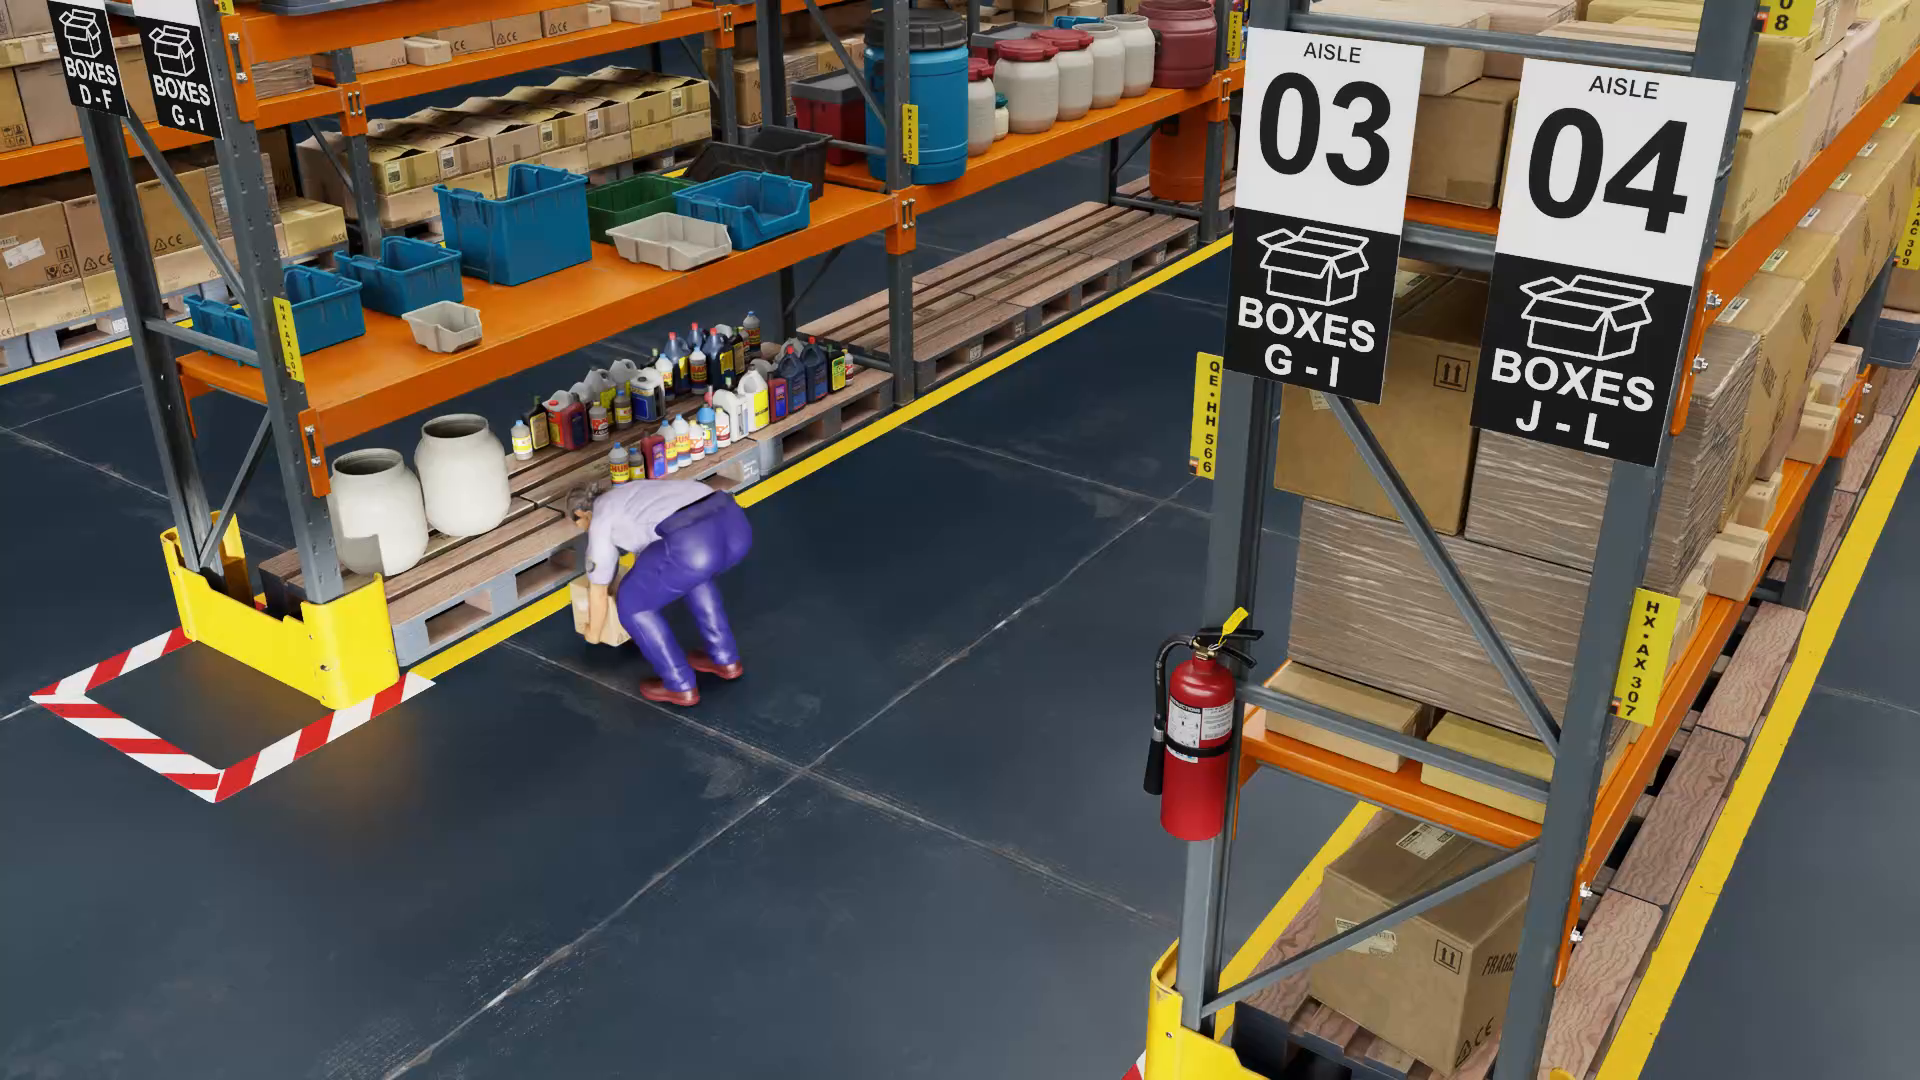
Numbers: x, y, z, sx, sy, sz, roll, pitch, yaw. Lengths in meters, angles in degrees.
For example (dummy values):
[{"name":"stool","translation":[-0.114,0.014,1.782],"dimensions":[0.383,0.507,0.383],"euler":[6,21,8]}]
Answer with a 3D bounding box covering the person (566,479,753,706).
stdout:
[{"name":"person","translation":[-1.306,0.166,7.097],"dimensions":[0.905,0.933,0.506],"euler":[16,31,28]}]
